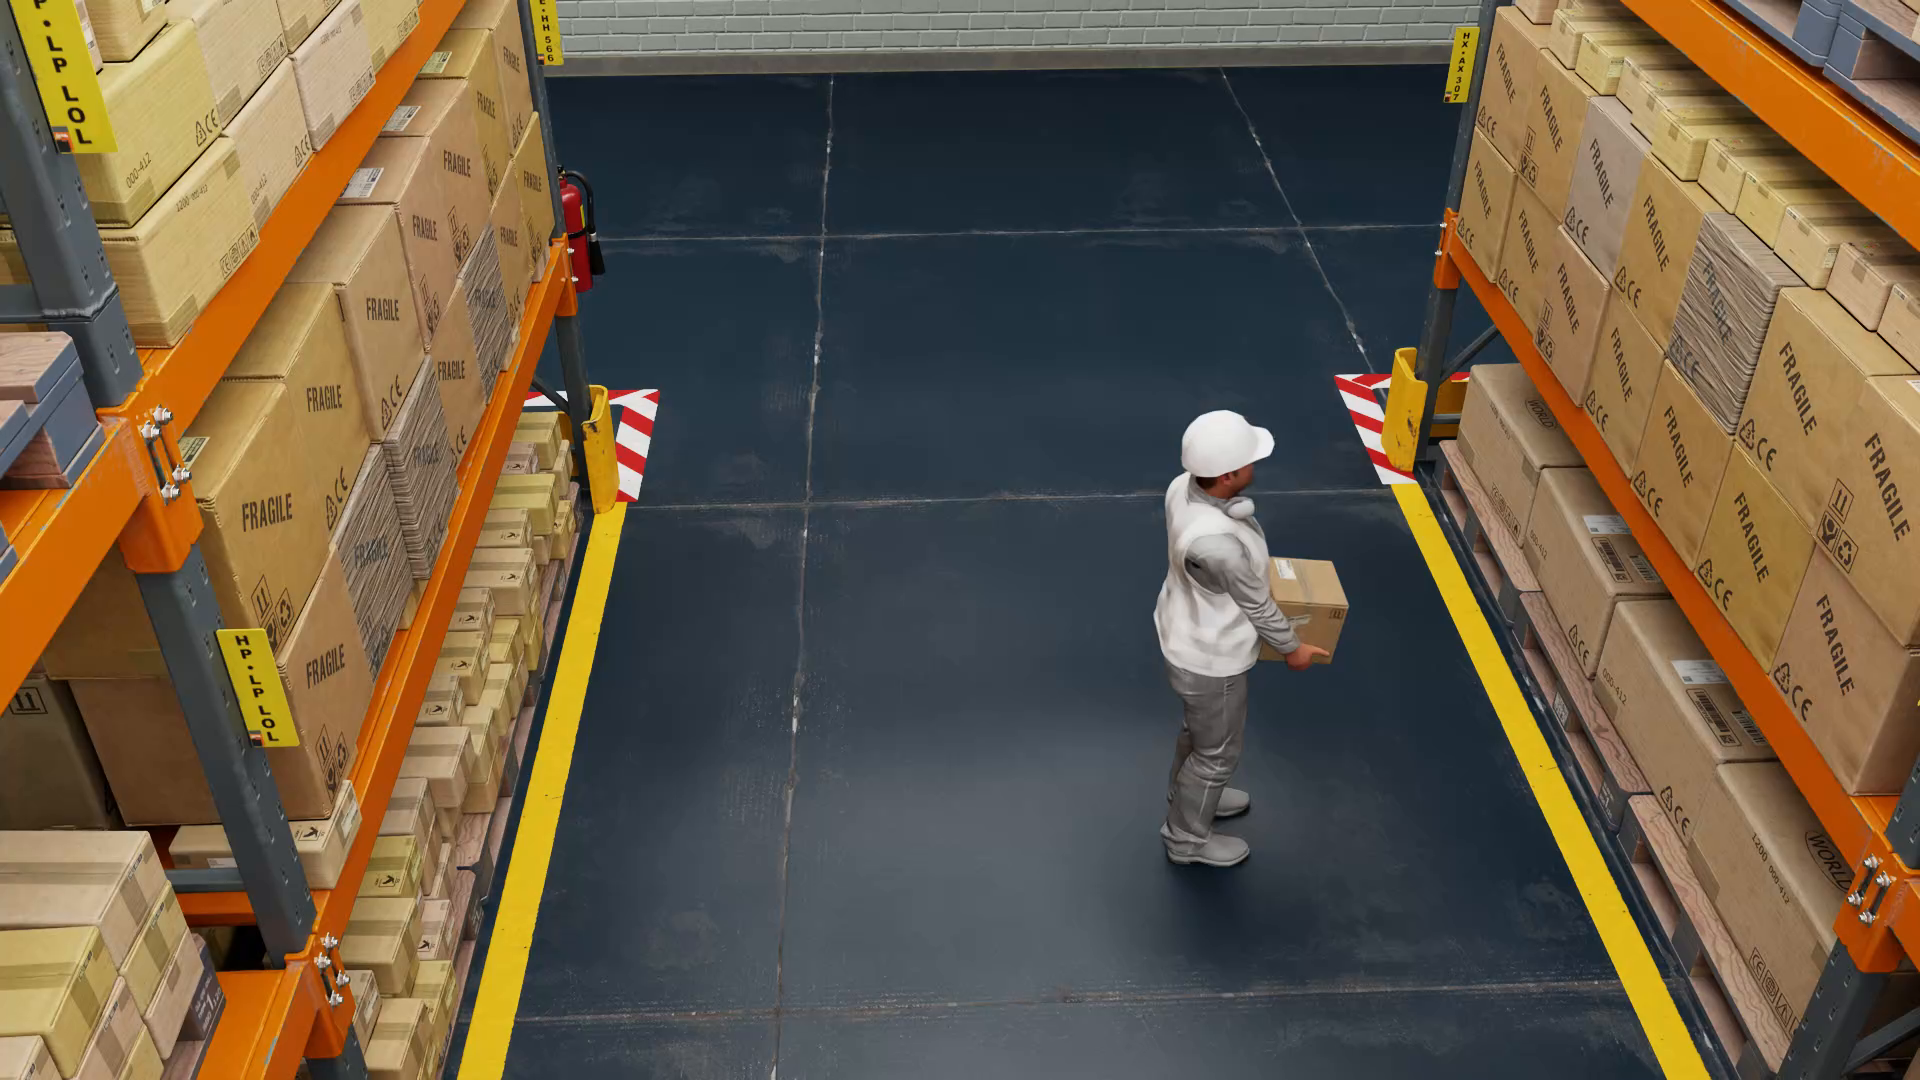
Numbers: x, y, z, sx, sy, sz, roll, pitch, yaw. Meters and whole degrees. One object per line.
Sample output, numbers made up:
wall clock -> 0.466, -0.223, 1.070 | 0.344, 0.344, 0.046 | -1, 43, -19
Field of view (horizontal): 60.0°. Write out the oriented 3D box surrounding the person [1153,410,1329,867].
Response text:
person -> 0.942, 0.333, 5.652 | 0.556, 1.770, 0.495 | -1, 35, -2
